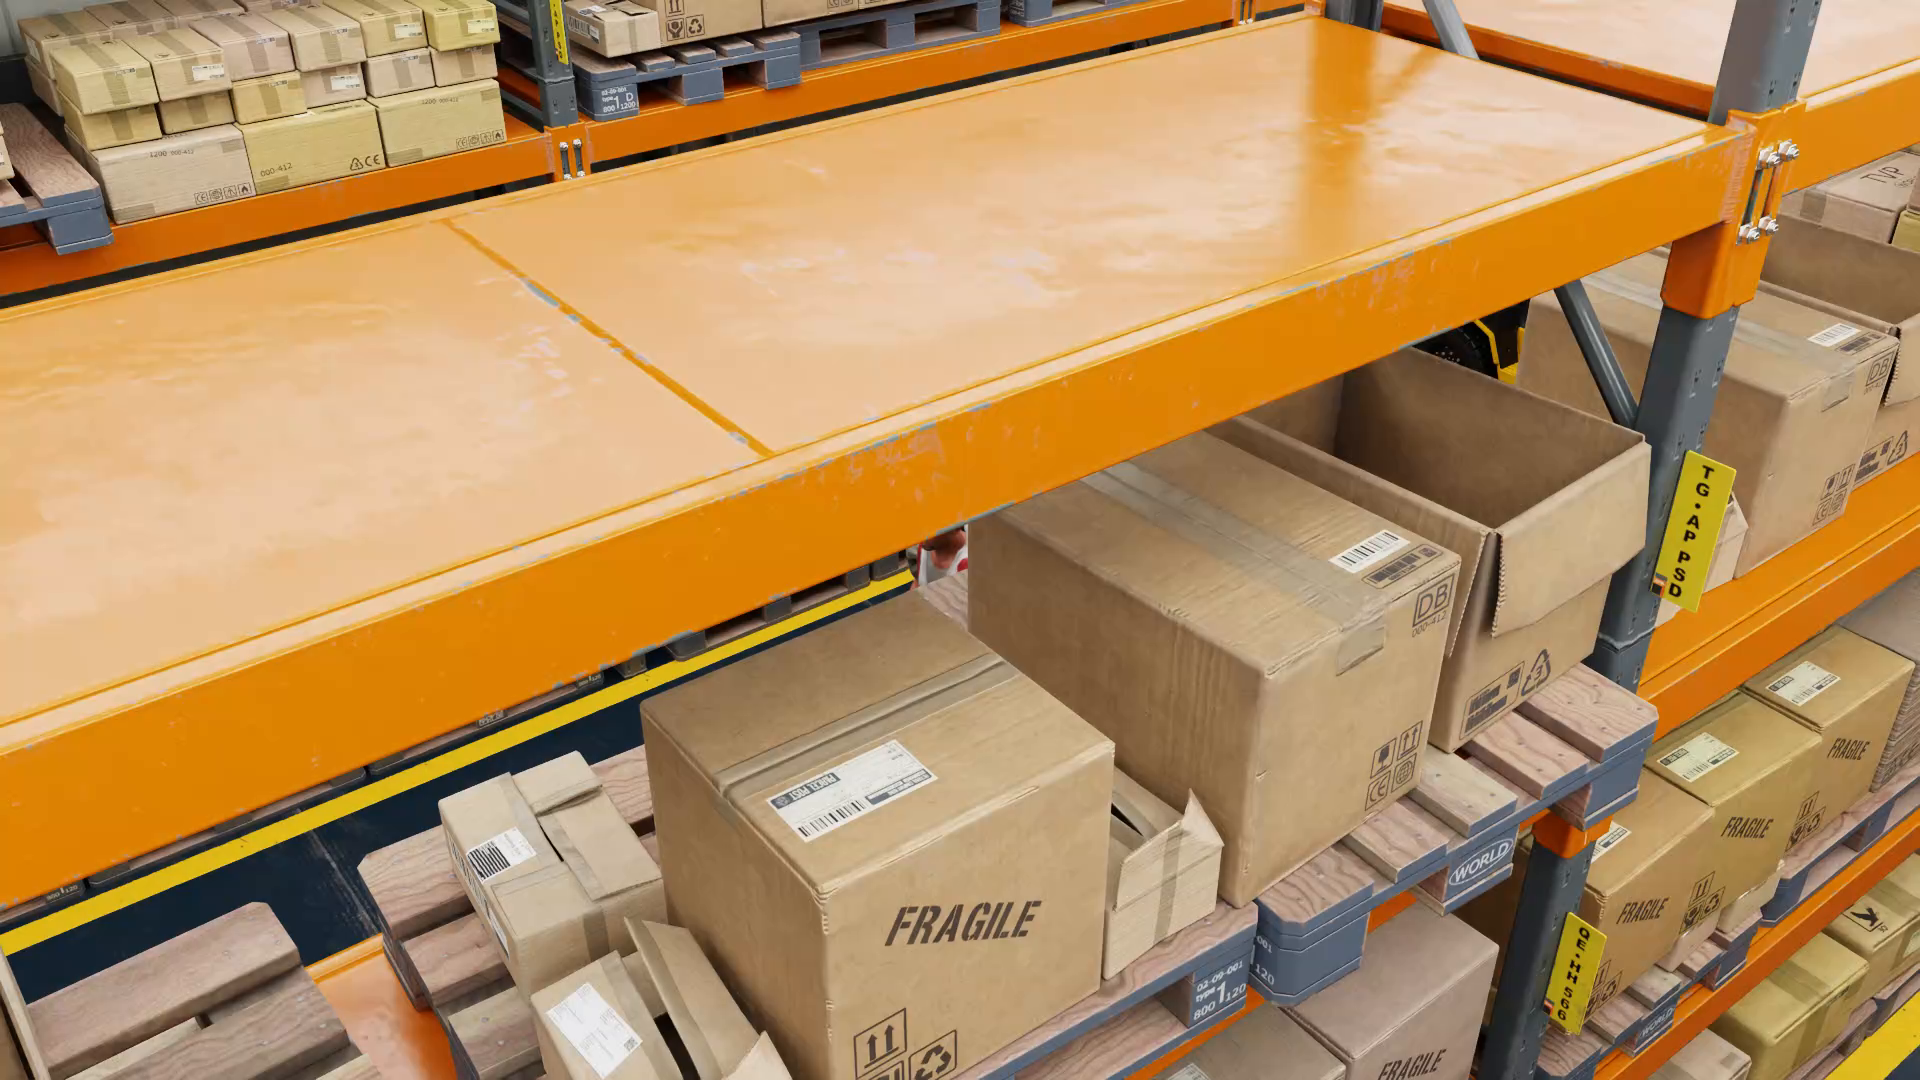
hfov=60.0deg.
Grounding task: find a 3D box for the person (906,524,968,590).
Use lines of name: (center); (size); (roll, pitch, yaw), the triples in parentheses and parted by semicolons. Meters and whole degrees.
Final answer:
person: (-0.044, 0.504, 6.974); (0.454, 1.779, 0.620); (-23, 39, -32)
